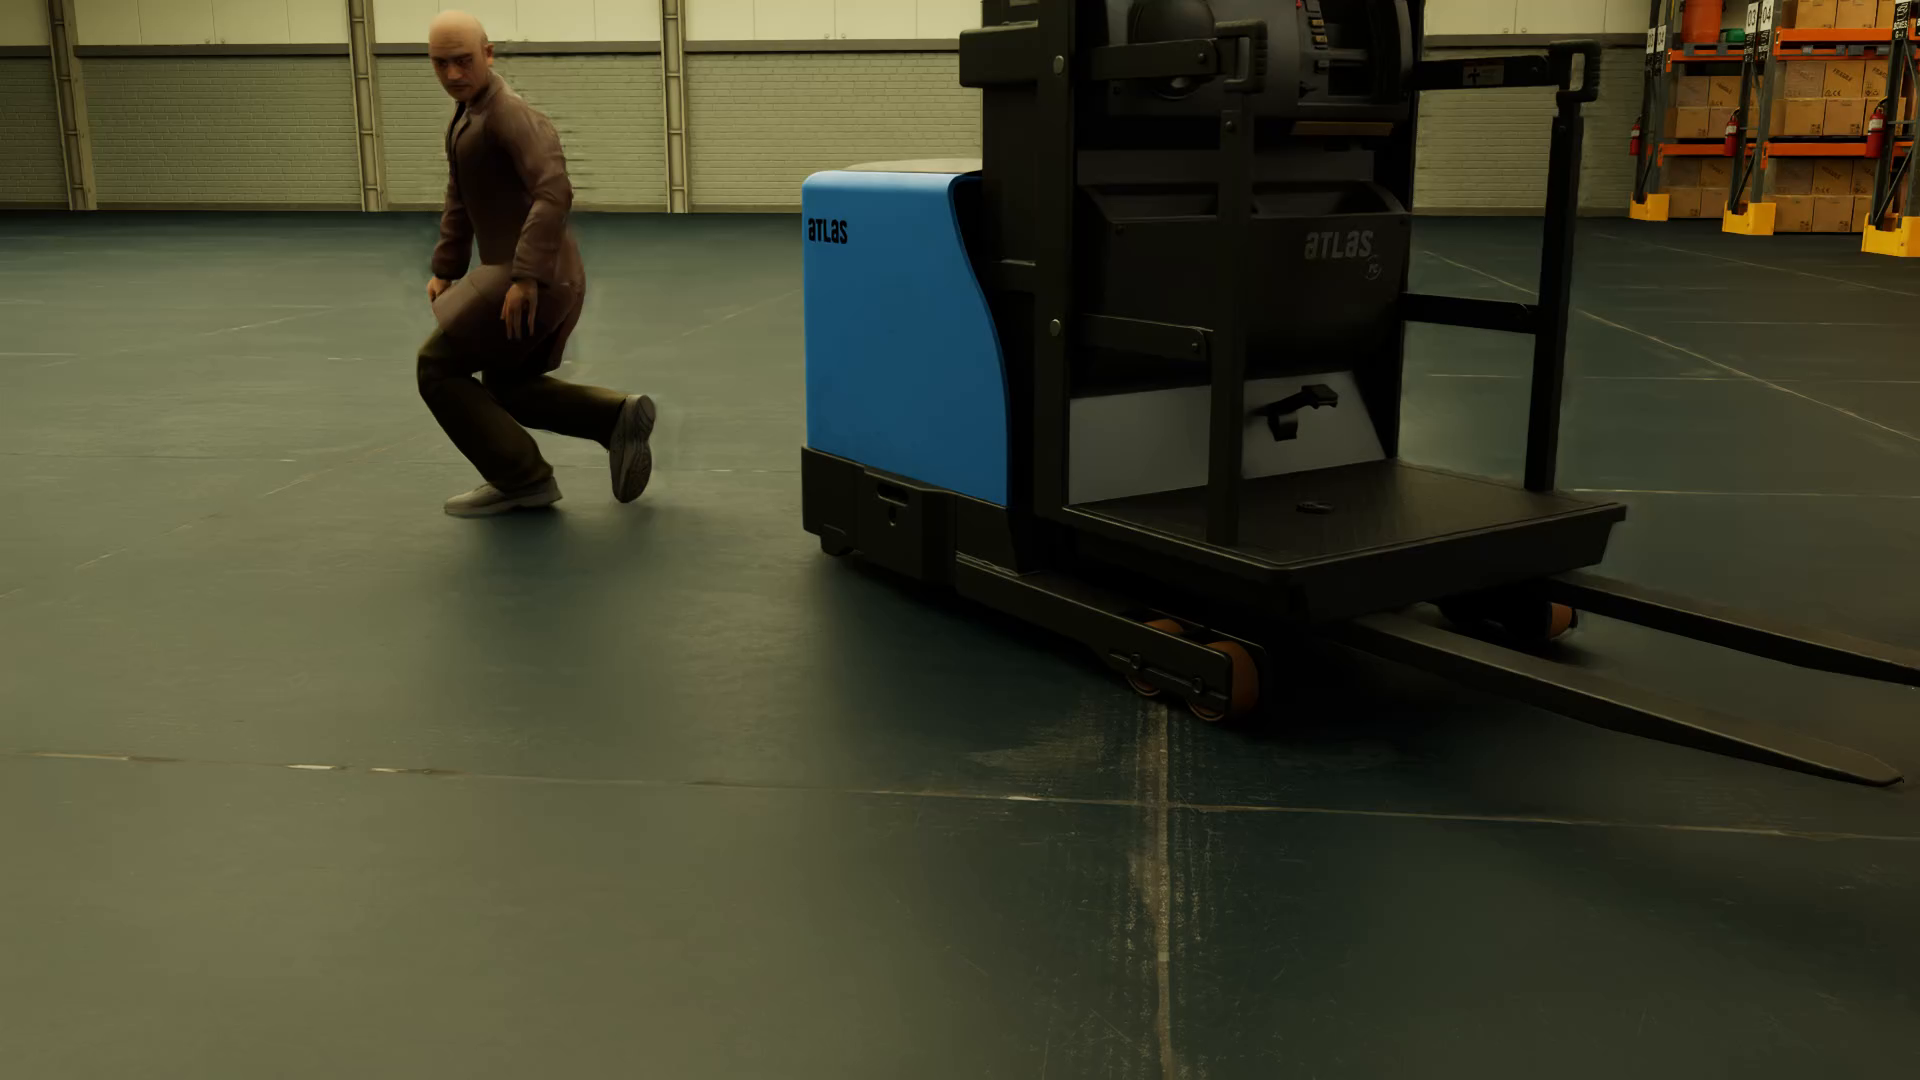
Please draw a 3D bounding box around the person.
[{"bbox_3d":[-1.359,-0.814,5.231,0.749,1.498,0.744,-1,13,-5],"label":"person"}]

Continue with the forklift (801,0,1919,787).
[{"bbox_3d":[0.786,-1.181,3.559,1.130,2.935,3.031,-9,16,-33],"label":"forklift"}]
